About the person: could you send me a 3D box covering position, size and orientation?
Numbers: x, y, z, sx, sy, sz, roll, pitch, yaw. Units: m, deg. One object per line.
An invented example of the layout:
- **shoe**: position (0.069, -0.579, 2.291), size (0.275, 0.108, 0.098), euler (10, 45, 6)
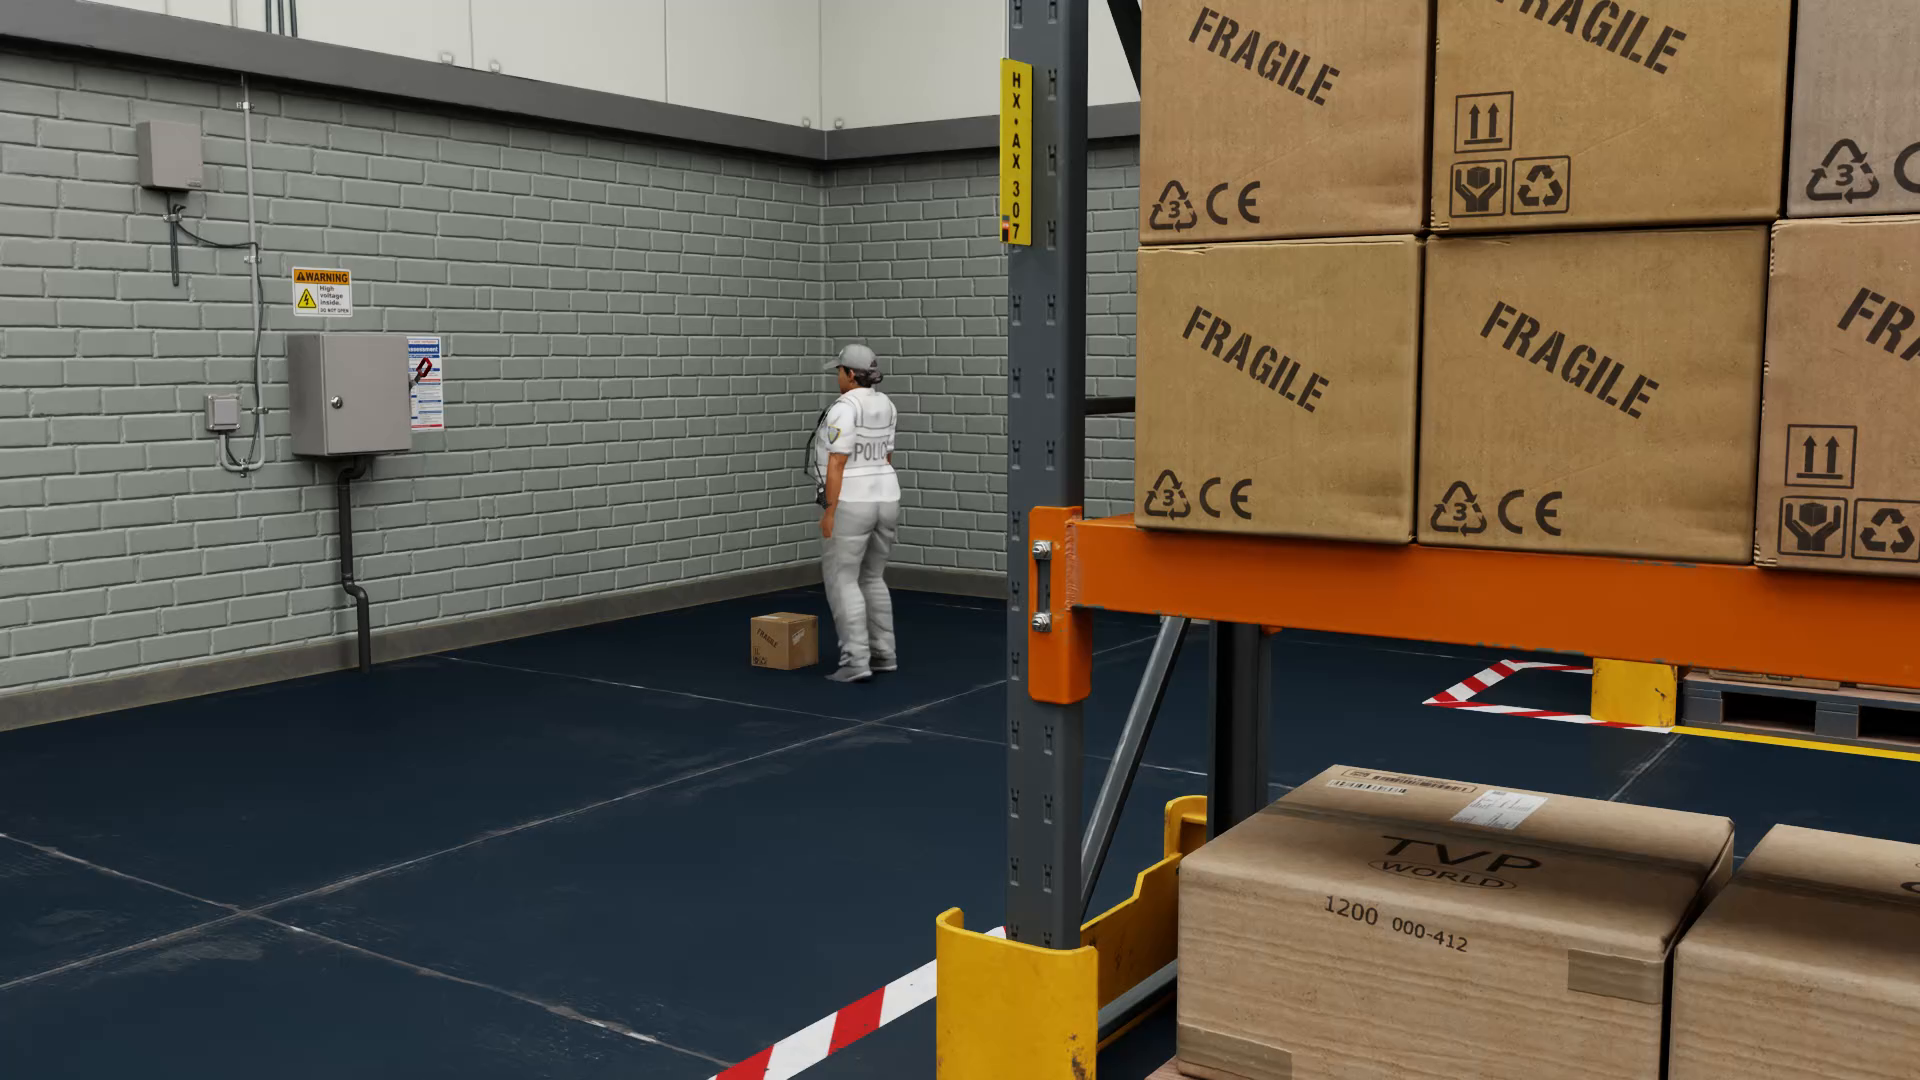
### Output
- **person**: position (-0.526, -0.125, 8.303), size (0.389, 1.696, 0.466), euler (4, 8, 35)
